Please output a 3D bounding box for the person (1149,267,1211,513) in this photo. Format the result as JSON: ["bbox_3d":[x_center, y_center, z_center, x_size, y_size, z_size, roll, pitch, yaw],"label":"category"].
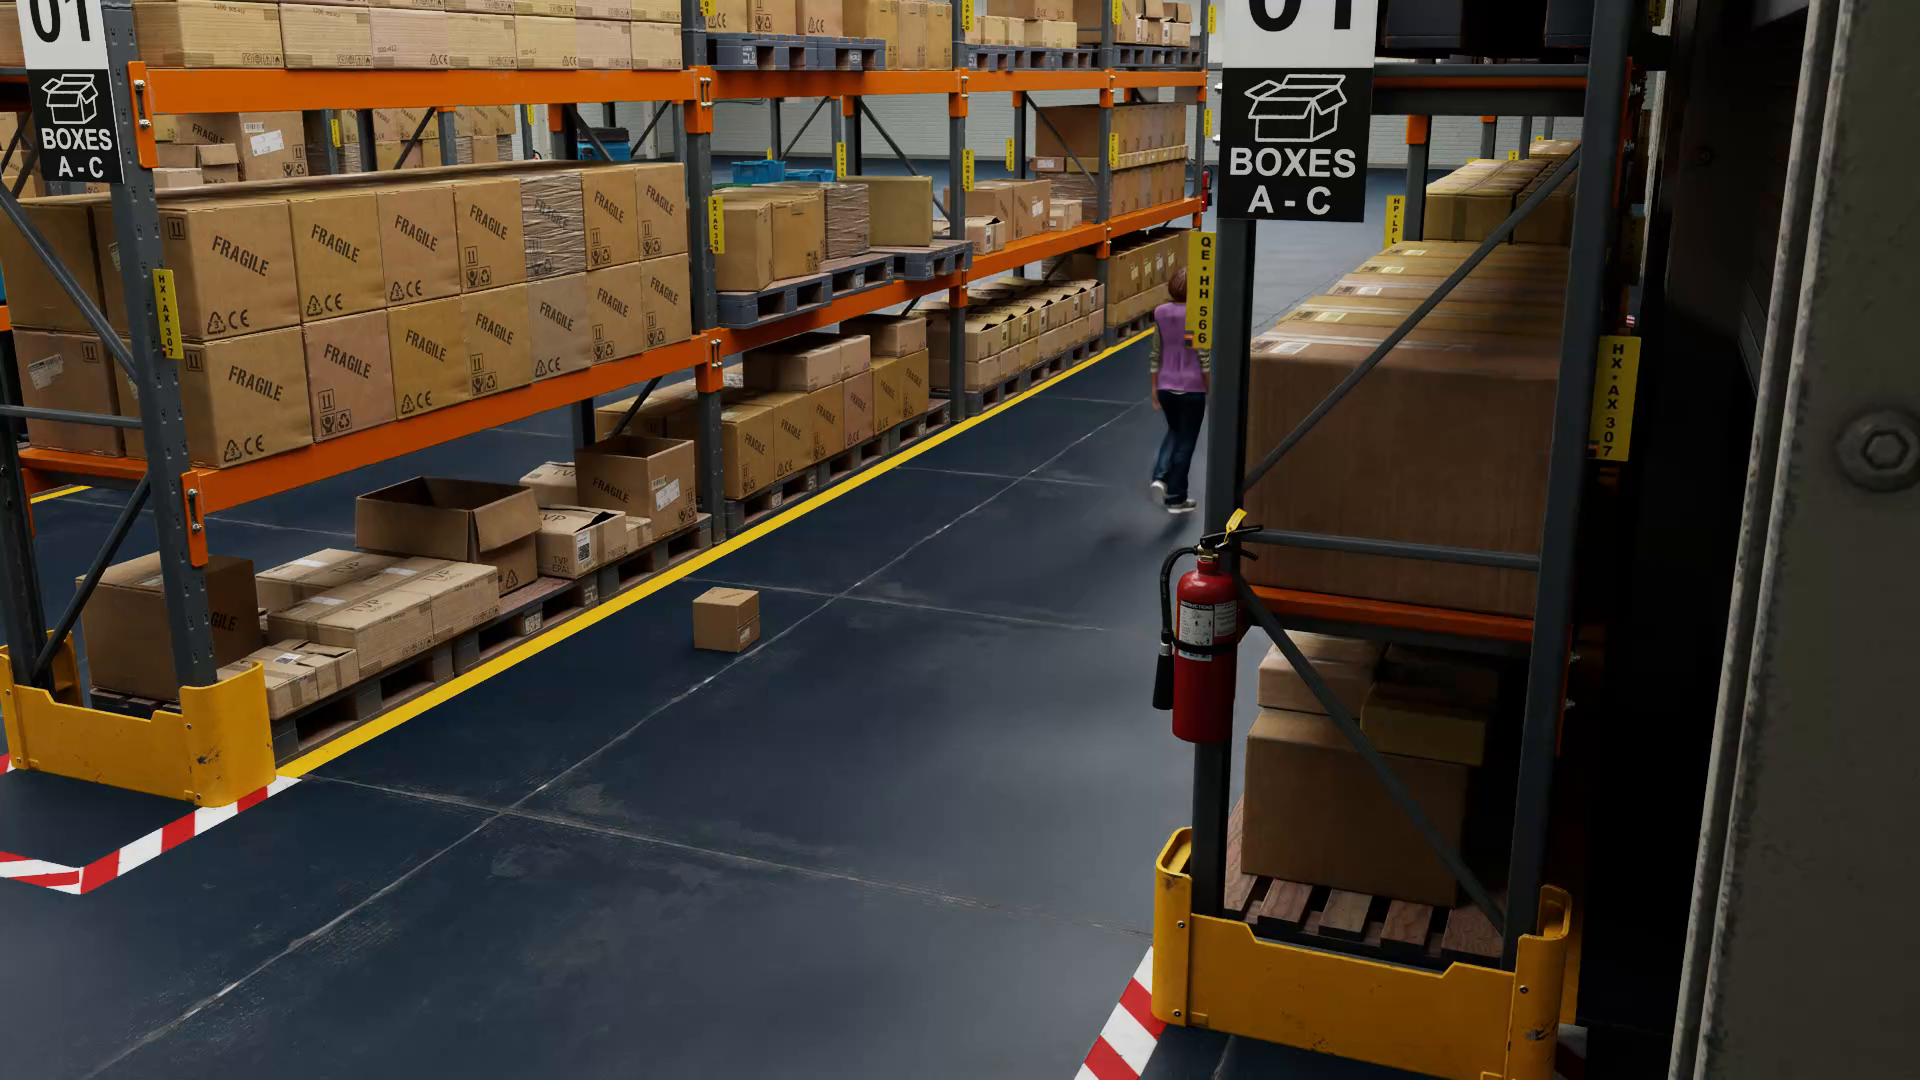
[{"bbox_3d":[1.442,-0.960,10.693,0.412,1.598,0.387,13,20,38],"label":"person"}]
